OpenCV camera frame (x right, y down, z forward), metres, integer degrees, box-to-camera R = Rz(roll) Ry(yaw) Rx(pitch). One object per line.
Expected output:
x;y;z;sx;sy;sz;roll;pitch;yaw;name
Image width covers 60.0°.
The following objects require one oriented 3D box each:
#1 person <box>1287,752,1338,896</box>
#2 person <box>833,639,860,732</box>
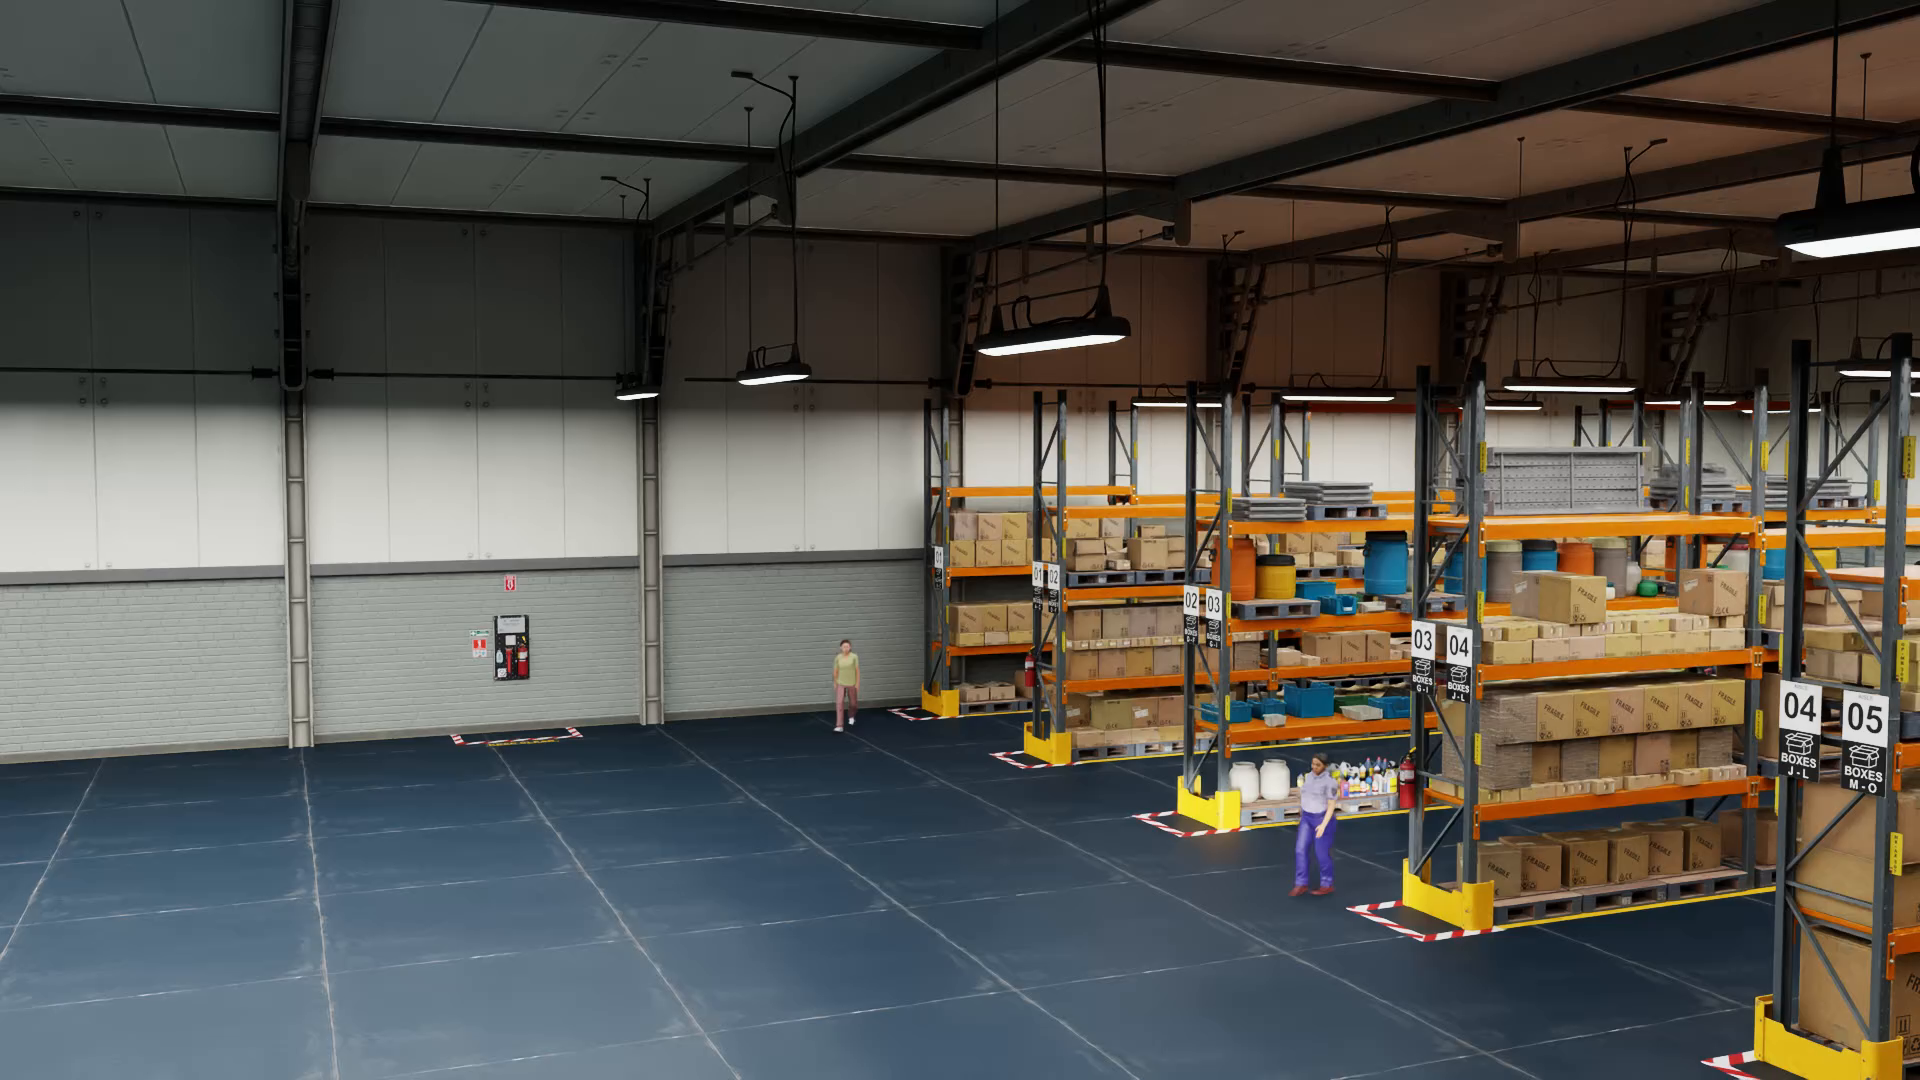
4.039;3.252;18.921;0.535;1.695;0.540;-2;4;-32;person
-2.041;2.588;29.828;0.480;1.639;0.922;0;3;-1;person
